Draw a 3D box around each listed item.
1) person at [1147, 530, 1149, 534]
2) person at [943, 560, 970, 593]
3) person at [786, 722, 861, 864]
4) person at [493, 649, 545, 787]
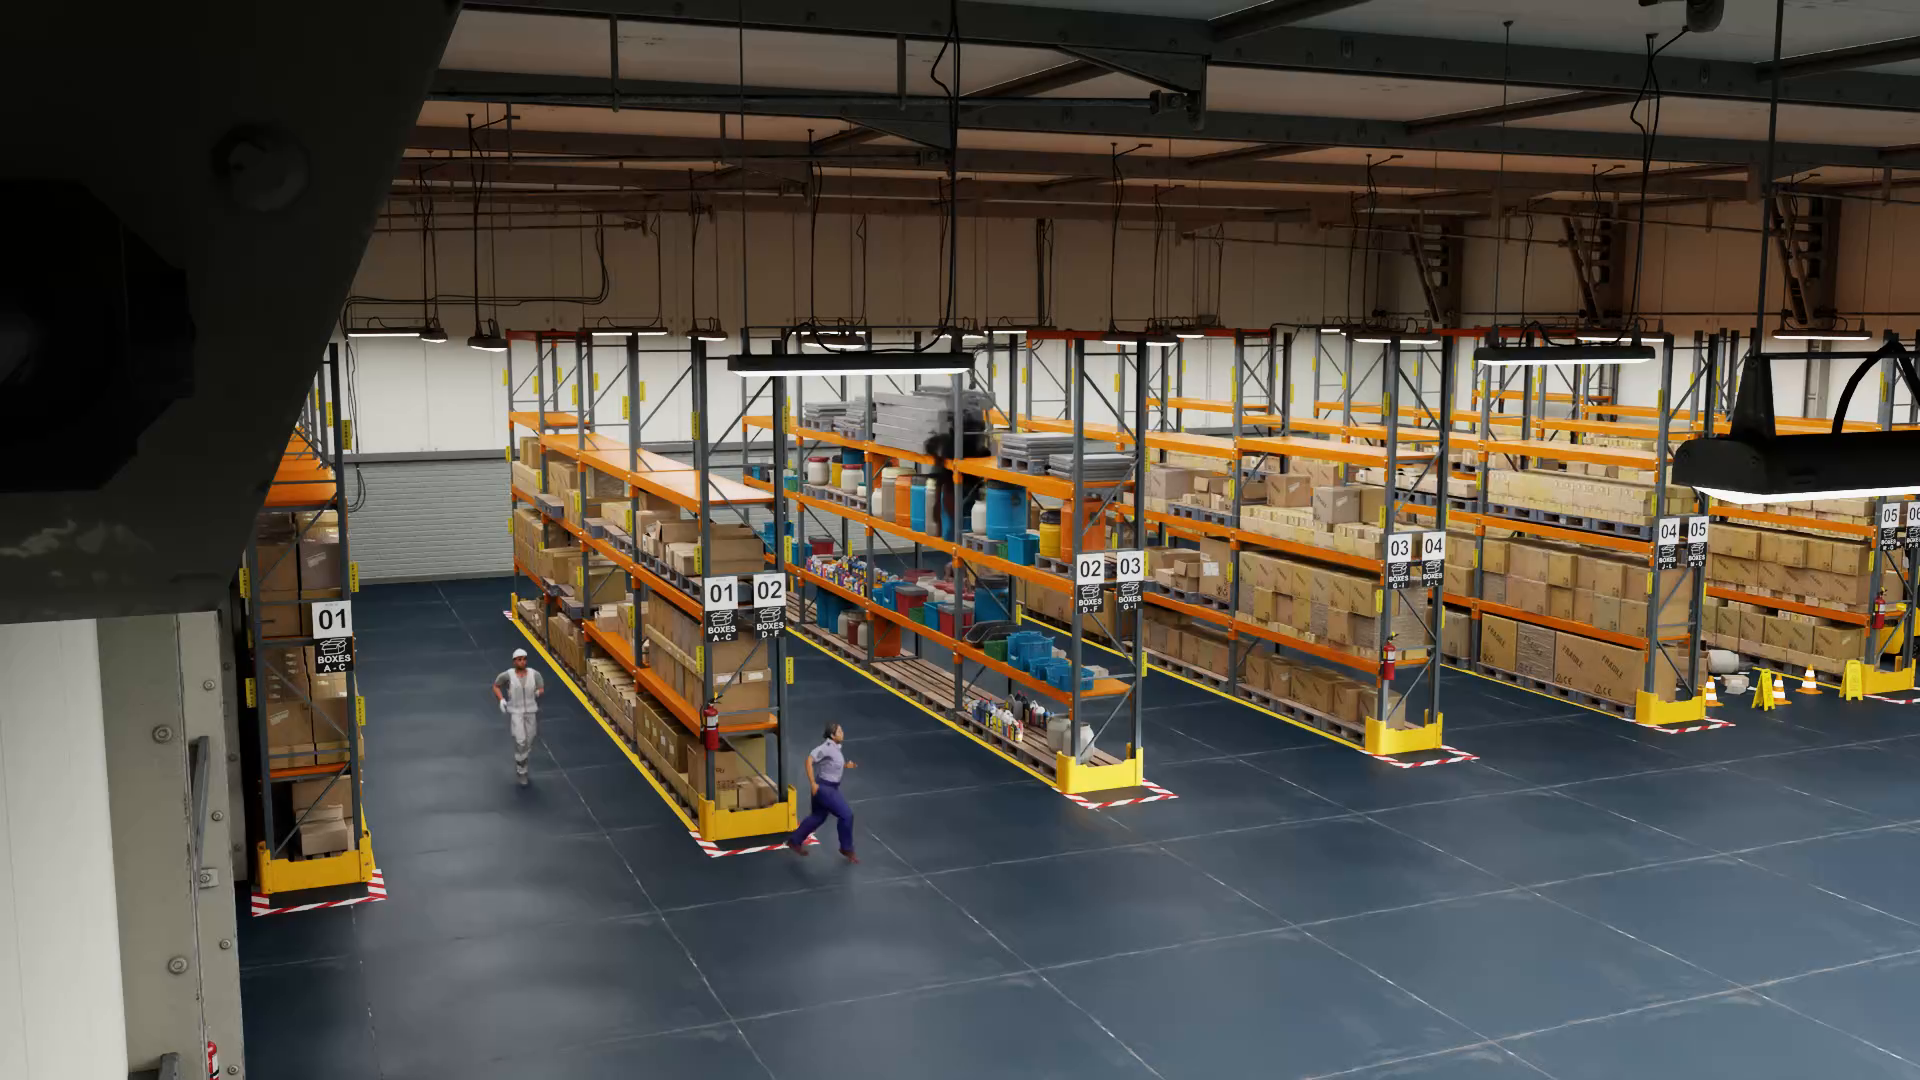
[{"bbox_3d":[4.593,-0.143,41.843,0.725,1.655,0.740,-1,8,-4],"label":"person"},{"bbox_3d":[-0.046,1.083,32.248,0.708,1.842,0.840,-5,9,-31],"label":"person"},{"bbox_3d":[-1.588,2.933,19.200,0.877,1.695,0.627,0,8,-1],"label":"person"},{"bbox_3d":[-5.927,2.389,22.540,0.631,1.844,0.725,-5,9,-32],"label":"person"}]
